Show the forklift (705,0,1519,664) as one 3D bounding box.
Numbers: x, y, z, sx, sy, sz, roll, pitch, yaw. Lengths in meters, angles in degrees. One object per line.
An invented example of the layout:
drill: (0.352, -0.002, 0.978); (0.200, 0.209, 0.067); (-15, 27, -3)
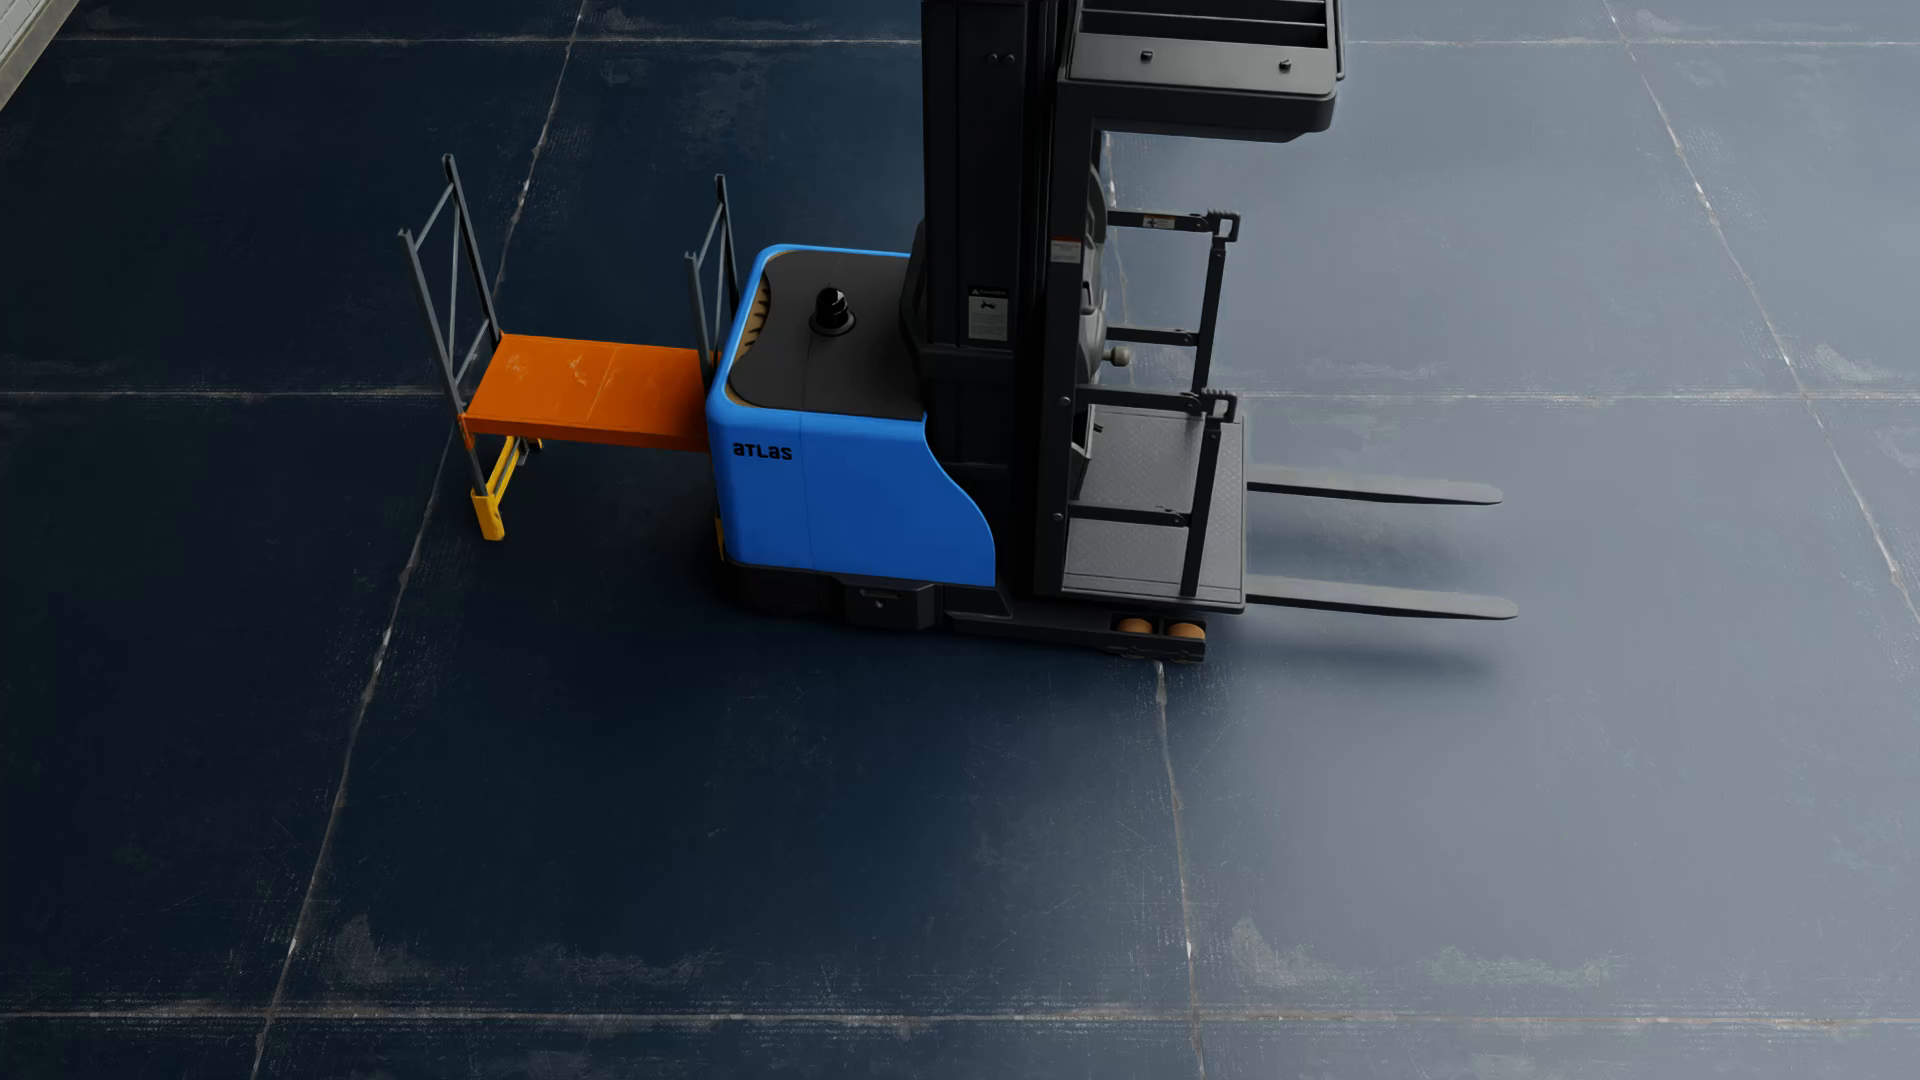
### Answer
forklift: (0.642, -0.940, 5.703); (3.031, 2.935, 1.130); (5, 47, 5)

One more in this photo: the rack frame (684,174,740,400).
rack frame: (-0.897, -0.632, 6.395); (0.032, 1.500, 0.500); (5, 47, 5)

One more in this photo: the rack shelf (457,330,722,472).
rack shelf: (-1.402, -0.556, 6.569); (1.000, 0.185, 0.538); (5, 47, 5)

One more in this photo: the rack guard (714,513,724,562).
rack guard: (-0.898, -0.206, 6.852); (0.087, 0.250, 0.587); (5, 47, 5)

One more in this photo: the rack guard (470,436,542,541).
rack guard: (-1.887, -0.297, 6.936); (0.087, 0.250, 0.587); (5, 47, 5)

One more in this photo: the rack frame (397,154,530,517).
rack frame: (-1.906, -0.724, 6.480); (0.032, 1.500, 0.500); (5, 47, 5)

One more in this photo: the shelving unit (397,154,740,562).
shelving unit: (-1.393, -0.677, 6.437); (1.083, 1.500, 0.587); (5, 47, 5)
